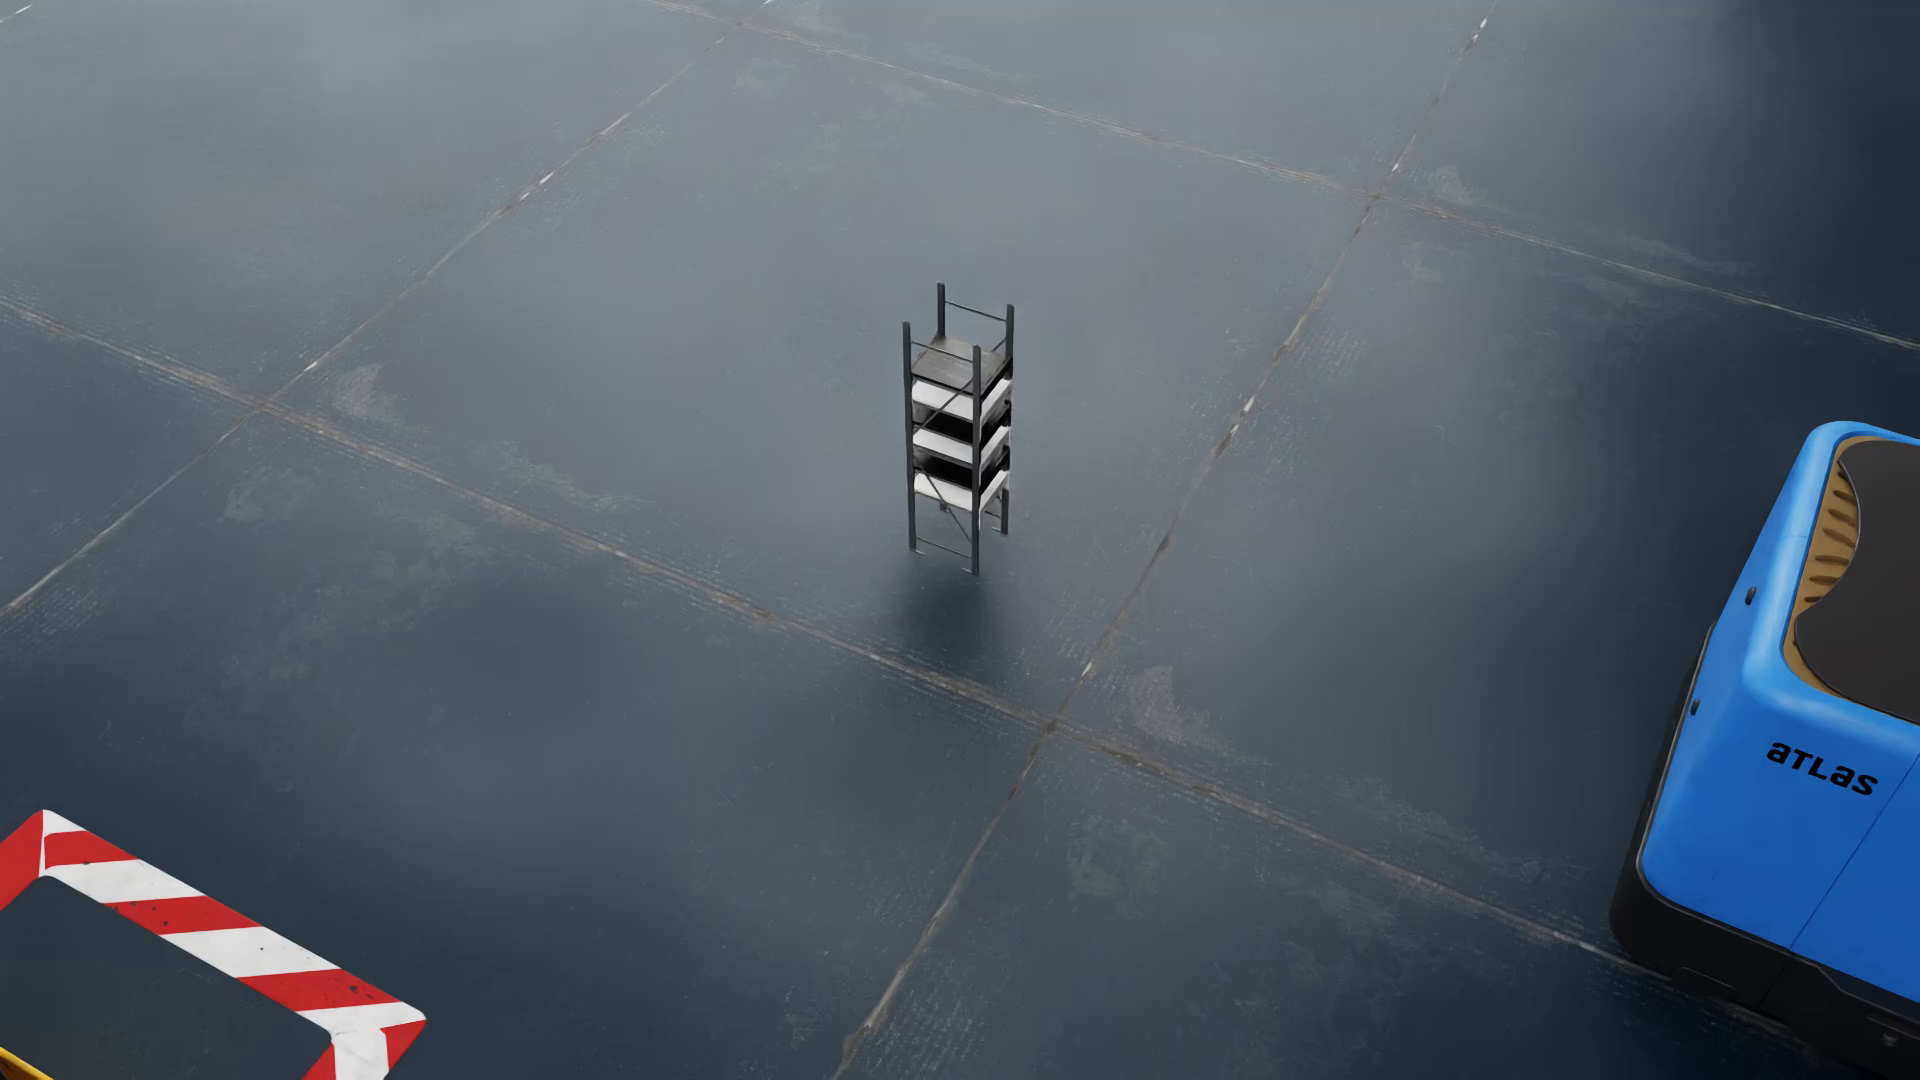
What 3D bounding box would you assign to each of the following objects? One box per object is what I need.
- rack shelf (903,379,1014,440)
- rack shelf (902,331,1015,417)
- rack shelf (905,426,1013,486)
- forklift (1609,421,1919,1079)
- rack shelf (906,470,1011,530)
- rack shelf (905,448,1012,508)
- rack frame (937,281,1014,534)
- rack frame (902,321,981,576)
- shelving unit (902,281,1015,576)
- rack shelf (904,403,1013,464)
[{"bbox_3d":[-0.004,-0.414,4.821,0.258,0.077,0.200,20,49,19],"label":"rack shelf"},{"bbox_3d":[-0.004,-0.478,4.757,0.258,0.077,0.200,20,49,19],"label":"rack shelf"},{"bbox_3d":[-0.004,-0.288,4.949,0.258,0.077,0.200,20,49,19],"label":"rack shelf"},{"bbox_3d":[3.177,0.219,2.973,3.031,2.935,1.130,21,49,20],"label":"forklift"},{"bbox_3d":[-0.004,-0.161,5.077,0.258,0.077,0.200,20,49,19],"label":"rack shelf"},{"bbox_3d":[-0.004,-0.225,5.013,0.258,0.077,0.200,20,49,19],"label":"rack shelf"},{"bbox_3d":[0.043,-0.375,4.988,0.240,0.900,0.006,20,49,19],"label":"rack frame"},{"bbox_3d":[-0.051,-0.247,4.862,0.240,0.900,0.006,20,49,19],"label":"rack frame"},{"bbox_3d":[-0.004,-0.311,4.925,0.258,0.900,0.210,20,49,19],"label":"shelving unit"},{"bbox_3d":[-0.004,-0.351,4.885,0.258,0.077,0.200,20,49,19],"label":"rack shelf"}]
